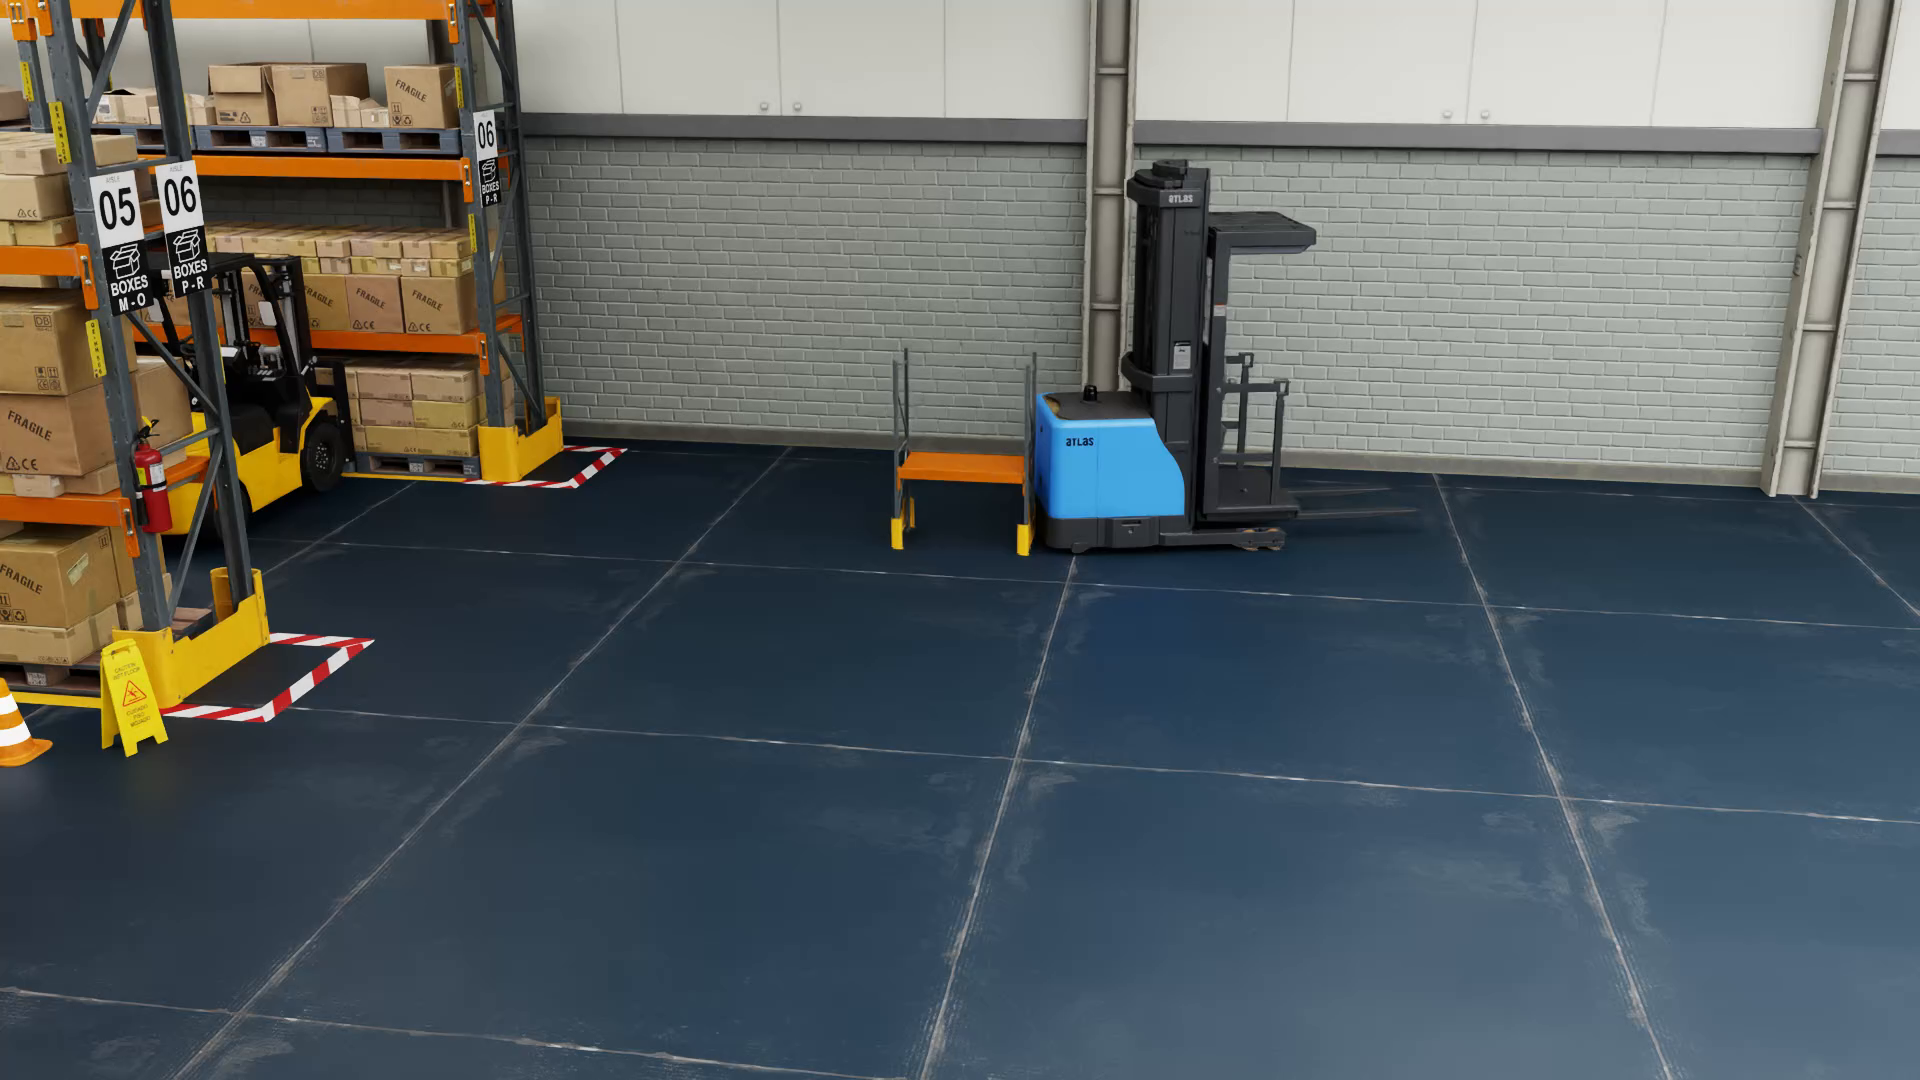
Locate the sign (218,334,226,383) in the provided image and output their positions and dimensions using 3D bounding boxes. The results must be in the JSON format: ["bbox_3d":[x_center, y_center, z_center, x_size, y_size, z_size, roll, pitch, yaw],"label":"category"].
[{"bbox_3d":[-4.758,-1.152,10.655,0.005,0.325,0.100,3,19,9],"label":"sign"}]

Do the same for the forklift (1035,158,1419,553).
[{"bbox_3d":[2.133,-1.469,13.073,3.031,2.935,1.130,-2,19,-6],"label":"forklift"}]

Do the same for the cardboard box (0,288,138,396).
[{"bbox_3d":[-5.383,-1.192,9.935,0.500,0.500,0.700,2,19,7],"label":"cardboard box"}]

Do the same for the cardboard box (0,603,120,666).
[{"bbox_3d":[-5.709,0.576,10.527,0.500,0.250,0.500,3,19,8],"label":"cardboard box"}]

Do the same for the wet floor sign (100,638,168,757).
[{"bbox_3d":[-4.826,0.890,9.627,0.232,0.644,0.267,10,21,27],"label":"wet floor sign"}]

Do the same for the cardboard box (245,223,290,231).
[{"bbox_3d":[-6.388,-2.828,15.380,0.250,0.149,0.380,3,19,8],"label":"cardboard box"}]

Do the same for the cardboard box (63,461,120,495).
[{"bbox_3d":[-5.248,-0.404,10.180,0.250,0.149,0.380,4,19,10],"label":"cardboard box"}]

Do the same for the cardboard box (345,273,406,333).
[{"bbox_3d":[-5.099,-2.146,14.831,0.500,0.500,0.500,4,19,10],"label":"cardboard box"}]

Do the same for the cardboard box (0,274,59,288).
[{"bbox_3d":[-8.535,-2.439,15.313,0.500,0.250,0.500,3,19,7],"label":"cardboard box"}]

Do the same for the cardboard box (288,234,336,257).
[{"bbox_3d":[-5.724,-2.608,14.721,0.250,0.149,0.380,3,19,10],"label":"cardboard box"}]

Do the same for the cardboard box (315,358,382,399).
[{"bbox_3d":[-5.570,-1.468,15.059,0.500,0.250,0.500,3,19,9],"label":"cardboard box"}]

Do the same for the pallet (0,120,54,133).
[{"bbox_3d":[-8.883,-3.700,15.209,1.217,0.209,0.805,2,19,6],"label":"pallet"}]

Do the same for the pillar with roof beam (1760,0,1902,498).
[{"bbox_3d":[6.560,-3.337,9.093,0.400,9.000,9.100,3,19,9],"label":"pillar with roof beam"}]

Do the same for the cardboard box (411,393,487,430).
[{"bbox_3d":[-4.591,-1.186,15.003,0.500,0.250,0.500,3,19,8],"label":"cardboard box"}]

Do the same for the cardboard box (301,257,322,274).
[{"bbox_3d":[-5.718,-2.468,14.773,0.250,0.149,0.380,3,19,9],"label":"cardboard box"}]

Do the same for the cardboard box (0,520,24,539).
[{"bbox_3d":[-6.050,-0.086,10.301,0.250,0.149,0.380,3,19,10],"label":"cardboard box"}]

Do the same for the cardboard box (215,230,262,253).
[{"bbox_3d":[-6.458,-2.675,14.923,0.250,0.149,0.380,3,19,8],"label":"cardboard box"}]

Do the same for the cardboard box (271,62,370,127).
[{"bbox_3d":[-5.532,-3.872,14.444,0.500,0.500,0.700,3,19,9],"label":"cardboard box"}]

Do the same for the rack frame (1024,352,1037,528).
[{"bbox_3d":[0.547,-0.680,12.972,0.032,1.500,0.500,3,19,8],"label":"rack frame"}]

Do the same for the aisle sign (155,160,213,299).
[{"bbox_3d":[-4.734,-1.898,10.153,0.004,0.787,0.394,3,19,9],"label":"aisle sign"}]

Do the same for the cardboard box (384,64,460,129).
[{"bbox_3d":[-4.536,-3.789,14.196,0.500,0.500,0.500,4,19,10],"label":"cardboard box"}]

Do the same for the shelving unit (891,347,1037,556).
[{"bbox_3d":[0.035,-0.705,13.046,1.083,1.500,0.587,3,19,8],"label":"shelving unit"}]

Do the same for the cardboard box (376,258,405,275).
[{"bbox_3d":[-4.951,-2.447,14.710,0.250,0.149,0.380,3,19,10],"label":"cardboard box"}]

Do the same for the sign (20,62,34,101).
[{"bbox_3d":[-8.087,-3.975,14.417,0.005,0.325,0.100,3,19,9],"label":"sign"}]

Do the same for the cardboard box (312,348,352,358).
[{"bbox_3d":[-5.996,-1.660,15.633,0.500,0.250,0.500,3,19,8],"label":"cardboard box"}]

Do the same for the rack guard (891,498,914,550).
[{"bbox_3d":[-0.457,-0.136,13.315,0.087,0.250,0.587,3,19,8],"label":"rack guard"}]

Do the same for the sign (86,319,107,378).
[{"bbox_3d":[-4.952,-1.098,9.534,0.005,0.325,0.100,3,19,9],"label":"sign"}]

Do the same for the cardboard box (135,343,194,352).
[{"bbox_3d":[-7.494,-1.733,15.852,0.500,0.250,0.500,3,19,10],"label":"cardboard box"}]

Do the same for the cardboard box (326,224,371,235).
[{"bbox_3d":[-5.624,-2.806,15.314,0.250,0.149,0.380,2,19,7],"label":"cardboard box"}]

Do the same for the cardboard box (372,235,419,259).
[{"bbox_3d":[-4.959,-2.582,14.645,0.250,0.149,0.380,3,19,10],"label":"cardboard box"}]

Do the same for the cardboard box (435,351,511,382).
[{"bbox_3d":[-4.505,-1.580,15.393,0.500,0.250,0.500,3,19,8],"label":"cardboard box"}]

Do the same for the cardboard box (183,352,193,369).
[{"bbox_3d":[-7.079,-1.546,15.292,0.500,0.250,0.500,3,19,9],"label":"cardboard box"}]

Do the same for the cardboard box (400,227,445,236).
[{"bbox_3d":[-4.874,-2.739,15.114,0.250,0.149,0.380,3,19,10],"label":"cardboard box"}]

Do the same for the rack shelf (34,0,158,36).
[{"bbox_3d":[-6.819,-3.175,9.748,4.000,0.370,1.077,3,19,9],"label":"rack shelf"}]

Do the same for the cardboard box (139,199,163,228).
[{"bbox_3d":[-5.120,-1.993,10.202,0.250,0.149,0.380,3,19,9],"label":"cardboard box"}]

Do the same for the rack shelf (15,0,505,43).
[{"bbox_3d":[-6.035,-4.542,14.459,4.000,0.370,1.077,3,19,9],"label":"rack shelf"}]

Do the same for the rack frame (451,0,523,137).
[{"bbox_3d":[-4.061,-4.972,13.980,0.127,3.000,1.000,3,19,9],"label":"rack frame"}]

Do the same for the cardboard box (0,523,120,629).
[{"bbox_3d":[-5.677,0.219,10.411,0.500,0.500,0.500,3,19,9],"label":"cardboard box"}]

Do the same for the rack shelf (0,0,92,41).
[{"bbox_3d":[-9.985,-4.743,15.061,4.000,0.370,1.077,3,19,9],"label":"rack shelf"}]

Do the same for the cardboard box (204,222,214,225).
[{"bbox_3d":[-7.142,-2.868,15.499,0.250,0.149,0.380,3,19,8],"label":"cardboard box"}]

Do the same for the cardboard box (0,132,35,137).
[{"bbox_3d":[-5.887,-2.410,10.192,0.250,0.149,0.380,3,19,8],"label":"cardboard box"}]

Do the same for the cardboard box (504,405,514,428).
[{"bbox_3d":[-4.515,-1.108,15.559,0.500,0.250,0.500,3,19,9],"label":"cardboard box"}]

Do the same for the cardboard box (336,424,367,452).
[{"bbox_3d":[-5.557,-1.003,15.244,0.500,0.250,0.500,3,19,9],"label":"cardboard box"}]

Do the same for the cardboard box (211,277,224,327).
[{"bbox_3d":[-6.596,-2.225,15.069,0.500,0.500,0.500,3,19,8],"label":"cardboard box"}]

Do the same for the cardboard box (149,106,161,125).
[{"bbox_3d":[-6.856,-3.722,14.548,0.250,0.149,0.380,3,19,10],"label":"cardboard box"}]

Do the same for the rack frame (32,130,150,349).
[{"bbox_3d":[-8.010,-2.328,15.534,0.127,3.000,1.000,3,19,9],"label":"rack frame"}]

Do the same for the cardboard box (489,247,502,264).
[{"bbox_3d":[-4.354,-2.580,15.108,0.250,0.149,0.380,2,19,7],"label":"cardboard box"}]

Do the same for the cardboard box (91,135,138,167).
[{"bbox_3d":[-5.163,-2.335,9.966,0.250,0.149,0.380,3,19,8],"label":"cardboard box"}]

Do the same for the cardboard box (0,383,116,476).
[{"bbox_3d":[-5.424,-0.701,10.045,0.500,0.500,0.500,3,19,8],"label":"cardboard box"}]

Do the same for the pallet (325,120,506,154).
[{"bbox_3d":[-4.755,-3.551,14.601,1.213,0.211,1.003,3,19,9],"label":"pallet"}]
